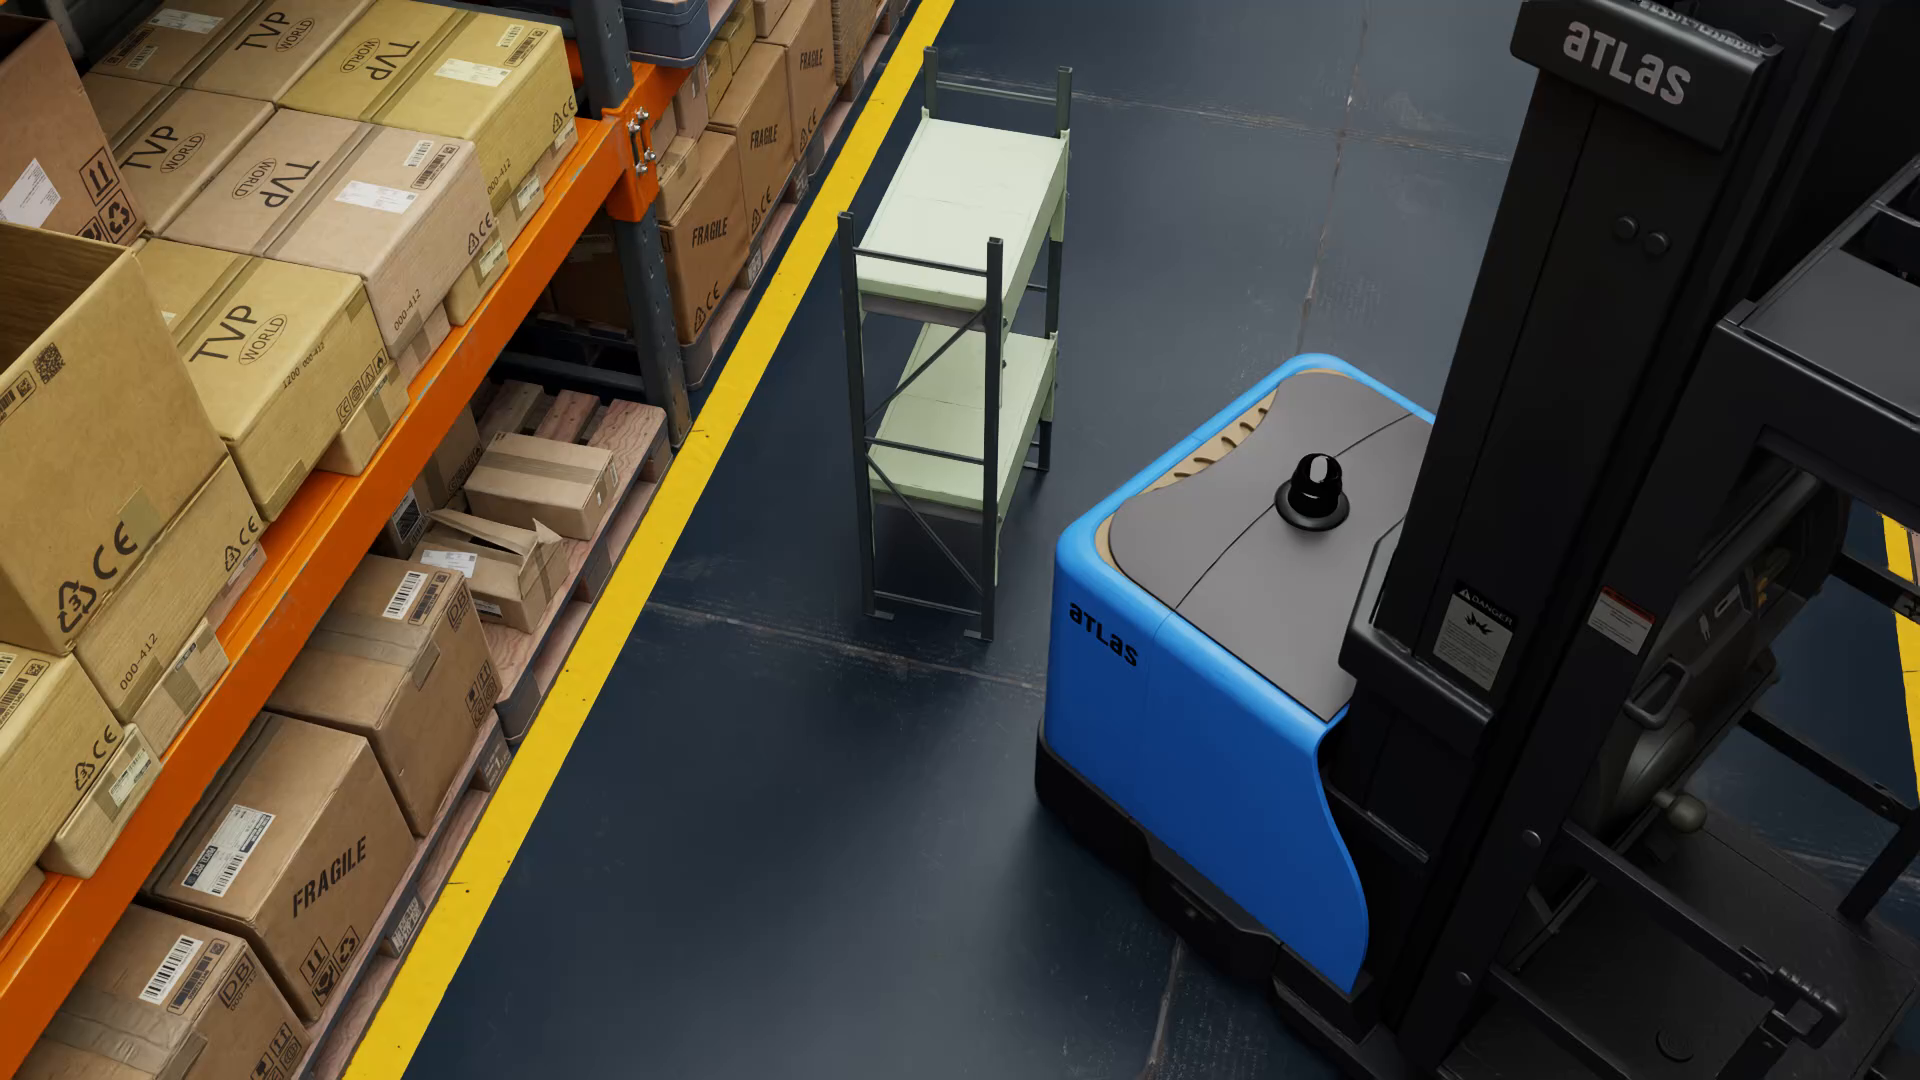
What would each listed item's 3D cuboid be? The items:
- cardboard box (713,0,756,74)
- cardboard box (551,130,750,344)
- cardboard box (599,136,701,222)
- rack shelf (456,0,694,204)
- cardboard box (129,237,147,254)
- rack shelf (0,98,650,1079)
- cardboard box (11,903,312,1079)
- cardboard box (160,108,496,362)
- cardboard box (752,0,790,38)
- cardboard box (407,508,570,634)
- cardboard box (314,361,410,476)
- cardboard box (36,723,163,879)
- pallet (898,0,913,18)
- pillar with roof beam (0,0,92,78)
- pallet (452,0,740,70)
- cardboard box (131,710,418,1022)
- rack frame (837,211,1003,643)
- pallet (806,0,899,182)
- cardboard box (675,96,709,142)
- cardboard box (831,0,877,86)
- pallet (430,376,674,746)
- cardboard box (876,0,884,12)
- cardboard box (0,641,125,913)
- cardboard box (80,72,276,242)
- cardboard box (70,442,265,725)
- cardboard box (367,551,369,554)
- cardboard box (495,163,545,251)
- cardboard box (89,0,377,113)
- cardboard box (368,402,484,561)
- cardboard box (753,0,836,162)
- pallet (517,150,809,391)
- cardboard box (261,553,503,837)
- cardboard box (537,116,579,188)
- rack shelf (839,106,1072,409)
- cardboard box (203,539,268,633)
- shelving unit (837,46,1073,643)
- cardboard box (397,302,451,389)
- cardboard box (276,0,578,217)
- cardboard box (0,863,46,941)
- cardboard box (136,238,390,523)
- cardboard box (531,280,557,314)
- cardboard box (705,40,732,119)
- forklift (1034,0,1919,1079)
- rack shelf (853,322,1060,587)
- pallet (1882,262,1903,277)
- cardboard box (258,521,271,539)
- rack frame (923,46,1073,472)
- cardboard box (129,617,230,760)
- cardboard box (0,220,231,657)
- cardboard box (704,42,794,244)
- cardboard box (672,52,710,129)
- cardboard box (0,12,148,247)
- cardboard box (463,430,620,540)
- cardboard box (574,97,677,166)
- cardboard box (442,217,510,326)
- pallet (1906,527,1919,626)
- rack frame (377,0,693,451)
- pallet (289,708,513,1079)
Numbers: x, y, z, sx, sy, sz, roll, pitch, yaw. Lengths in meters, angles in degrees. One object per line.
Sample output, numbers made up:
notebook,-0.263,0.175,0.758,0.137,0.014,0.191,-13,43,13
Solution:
cardboard box,-0.930,-1.770,5.766,0.380,0.149,0.250,11,49,9
cardboard box,-1.051,-1.049,5.563,0.500,0.500,0.500,14,50,12
cardboard box,-1.044,-1.165,5.232,0.380,0.149,0.250,14,50,12
rack shelf,-0.869,-2.641,6.060,1.077,0.370,4.000,12,50,10
cardboard box,-2.049,-0.439,3.538,0.500,0.250,0.500,13,50,11
rack shelf,-1.922,0.253,3.506,1.077,0.370,4.000,12,50,10
cardboard box,-1.933,1.115,3.652,0.700,0.500,0.500,13,50,12
cardboard box,-1.412,-0.699,3.768,0.500,0.250,0.500,12,50,10
cardboard box,-0.829,-1.943,5.919,0.380,0.149,0.250,11,50,10
cardboard box,-1.353,0.053,4.746,0.396,0.266,0.258,13,50,11
cardboard box,-1.464,-0.308,3.689,0.380,0.149,0.250,11,49,9
cardboard box,-1.710,0.439,3.030,0.380,0.149,0.250,10,49,9
pallet,-0.576,-2.870,7.642,1.003,0.211,1.213,12,50,10
pillar with roof beam,1.705,-2.242,1.227,9.100,9.000,0.400,12,50,10
pallet,-1.080,-1.925,5.076,1.003,0.211,1.213,12,50,10
cardboard box,-1.698,0.753,3.972,0.500,0.500,0.500,12,50,11
rack frame,-0.095,-0.236,4.458,0.400,1.500,0.023,12,50,10
pallet,-0.899,-1.990,6.866,1.003,0.211,1.213,12,50,10
cardboard box,-1.046,-1.381,5.423,0.380,0.149,0.250,10,49,9
cardboard box,-0.642,-2.170,6.552,0.500,0.500,0.500,10,49,9
pallet,-1.577,-0.013,5.120,1.003,0.211,1.213,12,50,10
cardboard box,-0.524,-2.550,6.887,0.500,0.500,0.500,14,50,12
cardboard box,-1.806,0.406,2.793,0.500,0.250,0.500,11,49,9
cardboard box,-1.912,-0.812,3.867,0.500,0.250,0.500,11,50,10
cardboard box,-1.692,0.031,3.123,0.500,0.250,0.500,10,49,9
cardboard box,-1.911,0.117,4.767,0.380,0.149,0.250,11,49,10
cardboard box,-1.283,-0.876,4.190,0.380,0.149,0.250,13,50,11
cardboard box,-1.786,-1.176,4.189,0.500,0.250,0.500,11,50,10
cardboard box,-1.797,-0.250,4.983,0.500,0.311,0.500,13,50,11
cardboard box,-0.785,-1.796,6.222,0.500,0.500,0.500,10,49,9
pallet,-1.218,-1.105,6.085,1.003,0.211,1.213,12,50,10
cardboard box,-1.660,0.364,4.315,0.700,0.500,0.500,10,49,9
cardboard box,-1.236,-1.068,4.360,0.380,0.149,0.250,12,50,11
rack shelf,0.002,-0.759,4.399,0.431,0.370,0.720,12,50,10
cardboard box,-1.659,0.044,3.378,0.380,0.149,0.250,11,50,10
shelving unit,0.002,-0.501,4.692,0.431,1.500,0.755,12,50,10
cardboard box,-1.424,-0.499,3.857,0.380,0.149,0.250,13,50,11
cardboard box,-1.294,-1.064,4.090,0.500,0.250,0.500,13,50,11
cardboard box,-1.849,0.607,2.881,0.380,0.149,0.250,12,50,11
cardboard box,-1.556,-0.341,3.452,0.500,0.250,0.500,11,50,10
cardboard box,-1.552,-1.157,5.658,0.500,0.500,0.500,11,50,10
cardboard box,-0.990,-1.569,5.588,0.380,0.149,0.250,9,49,8
forklift,1.593,0.279,3.049,1.130,2.935,3.031,-36,58,-27
rack shelf,0.002,-0.285,4.936,0.431,0.370,0.720,12,50,10
pallet,3.844,-0.991,5.984,1.003,0.211,1.213,12,50,10
cardboard box,-1.640,-0.144,3.544,0.380,0.149,0.250,12,50,11
rack frame,0.098,-0.766,4.926,0.400,1.500,0.023,12,50,10
cardboard box,-1.660,0.244,3.201,0.380,0.149,0.250,13,50,11
cardboard box,-1.674,-0.196,2.824,0.500,0.500,0.500,13,50,11
cardboard box,-0.920,-1.436,5.904,0.500,0.500,0.500,11,49,10
cardboard box,-1.022,-1.461,5.295,0.380,0.149,0.250,9,49,8
cardboard box,-2.044,-0.704,3.272,0.500,0.500,0.500,10,49,9
cardboard box,-1.259,-0.167,5.018,0.380,0.149,0.250,10,49,9
cardboard box,-1.103,-1.276,5.131,0.380,0.149,0.250,11,49,9
cardboard box,-1.328,-0.683,4.020,0.380,0.149,0.250,13,50,11
pallet,3.525,-0.105,5.202,1.003,0.211,1.213,12,50,10
rack frame,-1.395,-1.432,4.513,1.000,3.000,0.127,12,50,10
pallet,-1.896,0.873,4.339,1.003,0.211,1.213,12,50,10
